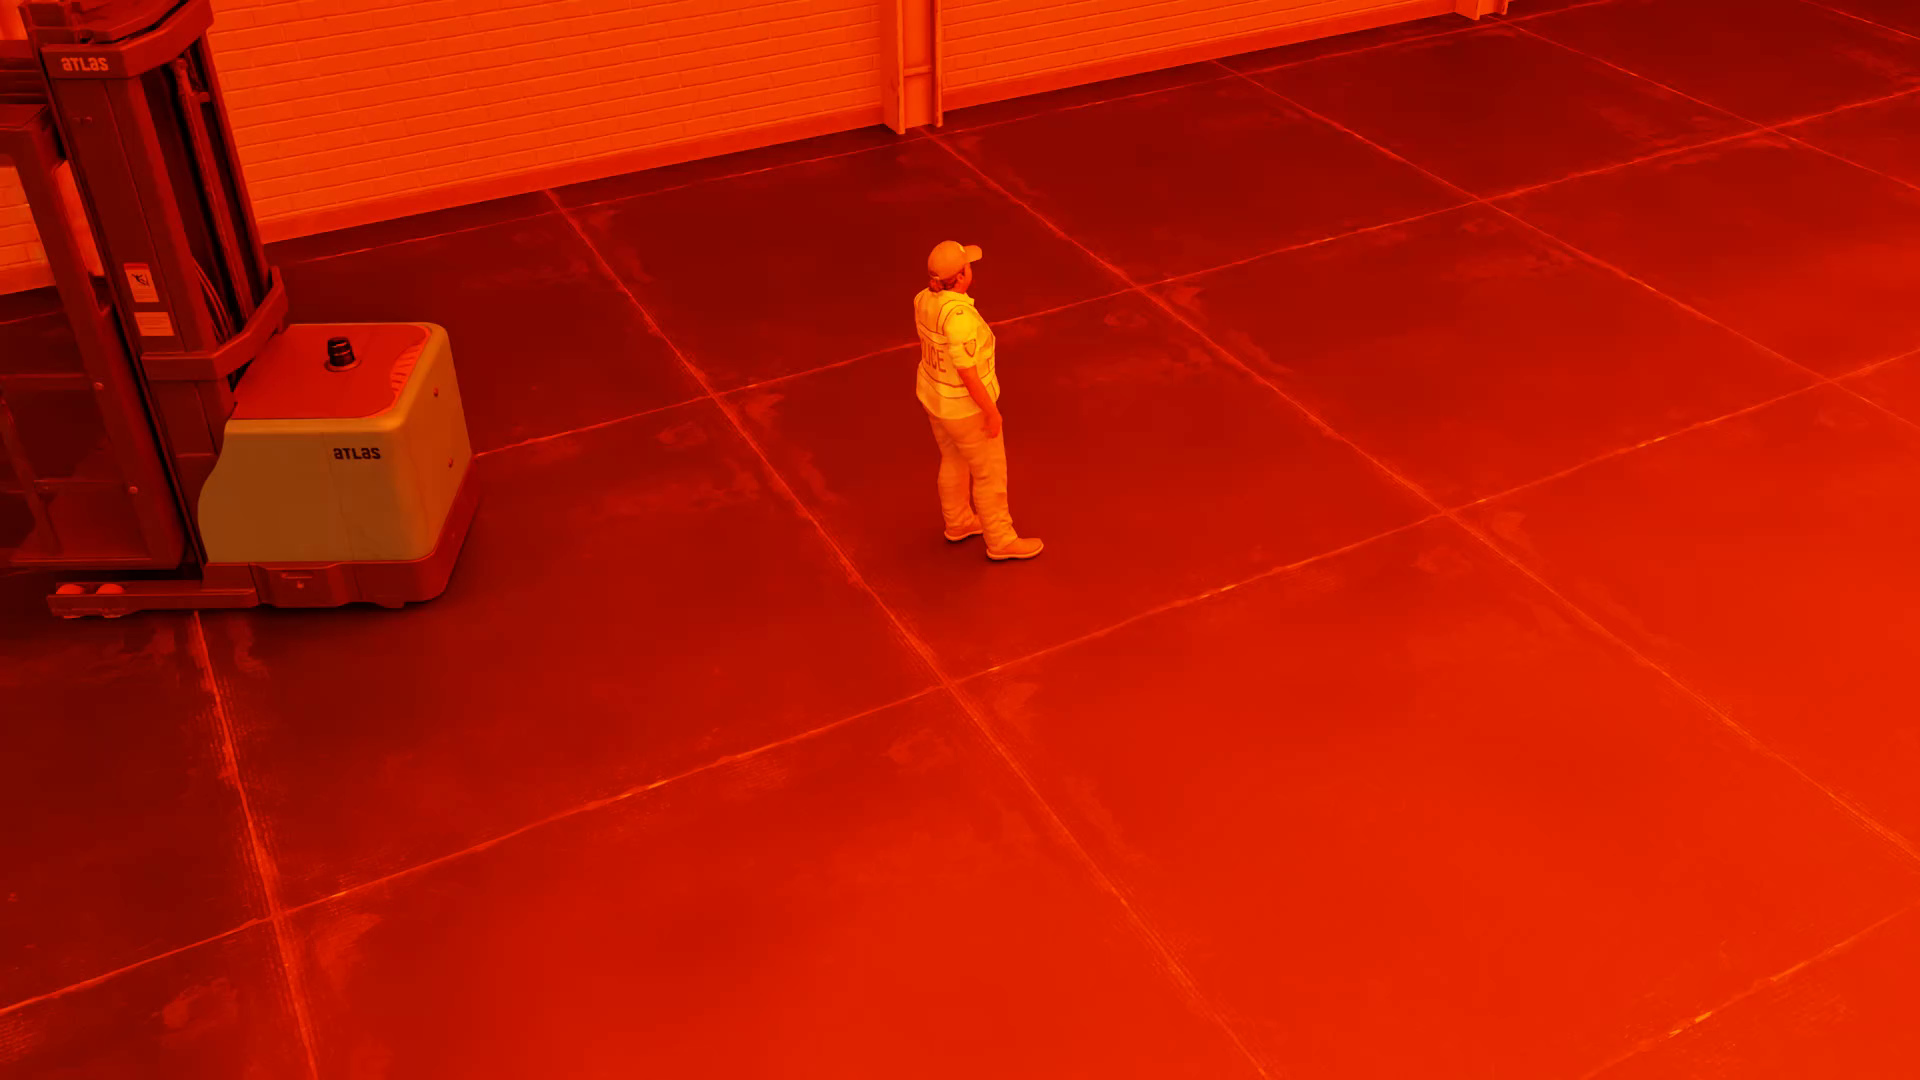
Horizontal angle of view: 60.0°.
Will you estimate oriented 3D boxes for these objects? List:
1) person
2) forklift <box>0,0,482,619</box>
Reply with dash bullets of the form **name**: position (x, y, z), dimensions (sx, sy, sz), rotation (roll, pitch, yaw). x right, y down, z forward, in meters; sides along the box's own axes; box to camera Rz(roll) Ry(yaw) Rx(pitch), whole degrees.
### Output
- **person**: position (0.078, -0.696, 8.190), dimensions (0.529, 1.670, 0.599), rotation (-17, 39, -23)
- **forklift**: position (-4.061, -1.123, 7.712), dimensions (3.031, 2.935, 1.130), rotation (-1, 35, -1)
